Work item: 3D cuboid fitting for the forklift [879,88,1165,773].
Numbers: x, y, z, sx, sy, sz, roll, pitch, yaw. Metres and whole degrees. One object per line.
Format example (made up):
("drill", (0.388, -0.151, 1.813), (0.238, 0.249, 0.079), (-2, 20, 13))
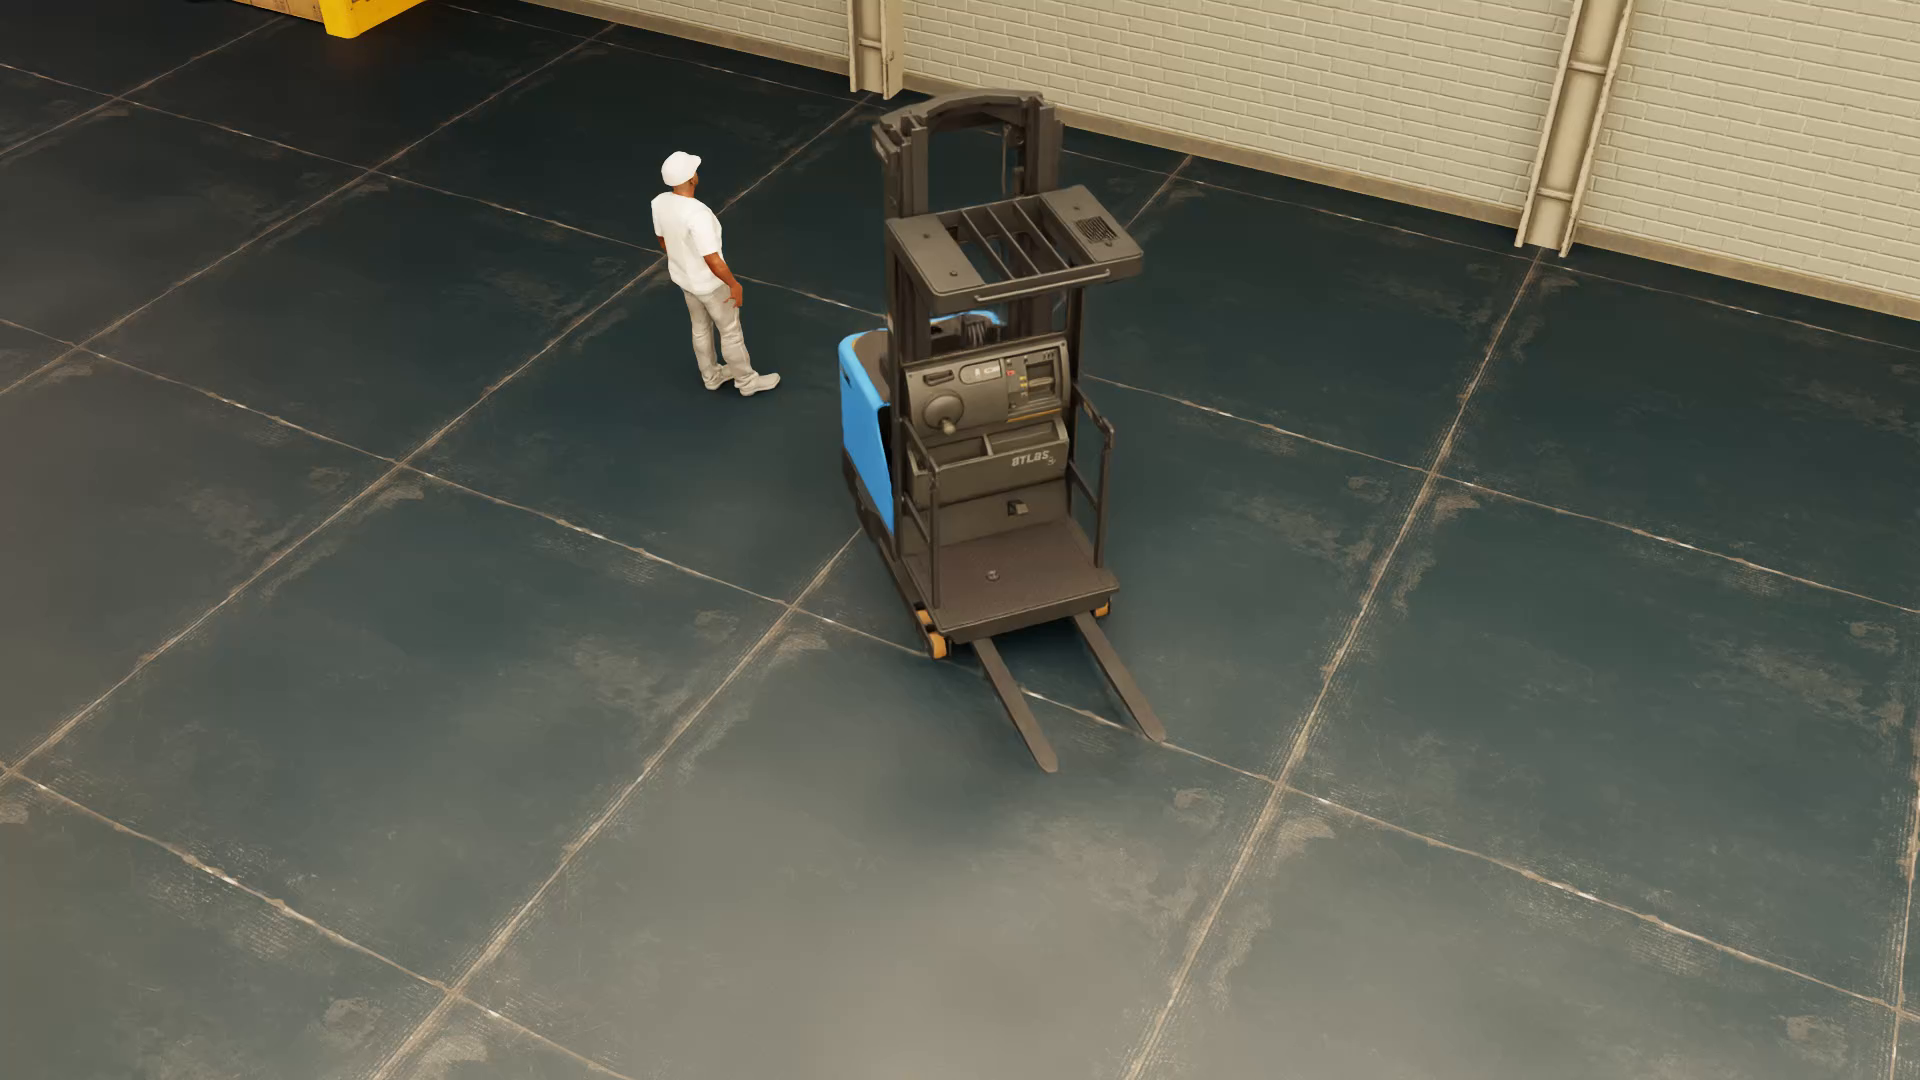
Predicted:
("forklift", (0.231, -0.748, 8.874), (1.121, 2.935, 3.031), (-13, 42, -15))

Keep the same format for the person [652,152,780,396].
("person", (-1.645, -1.771, 10.982), (0.666, 1.765, 0.578), (32, 49, 32))
